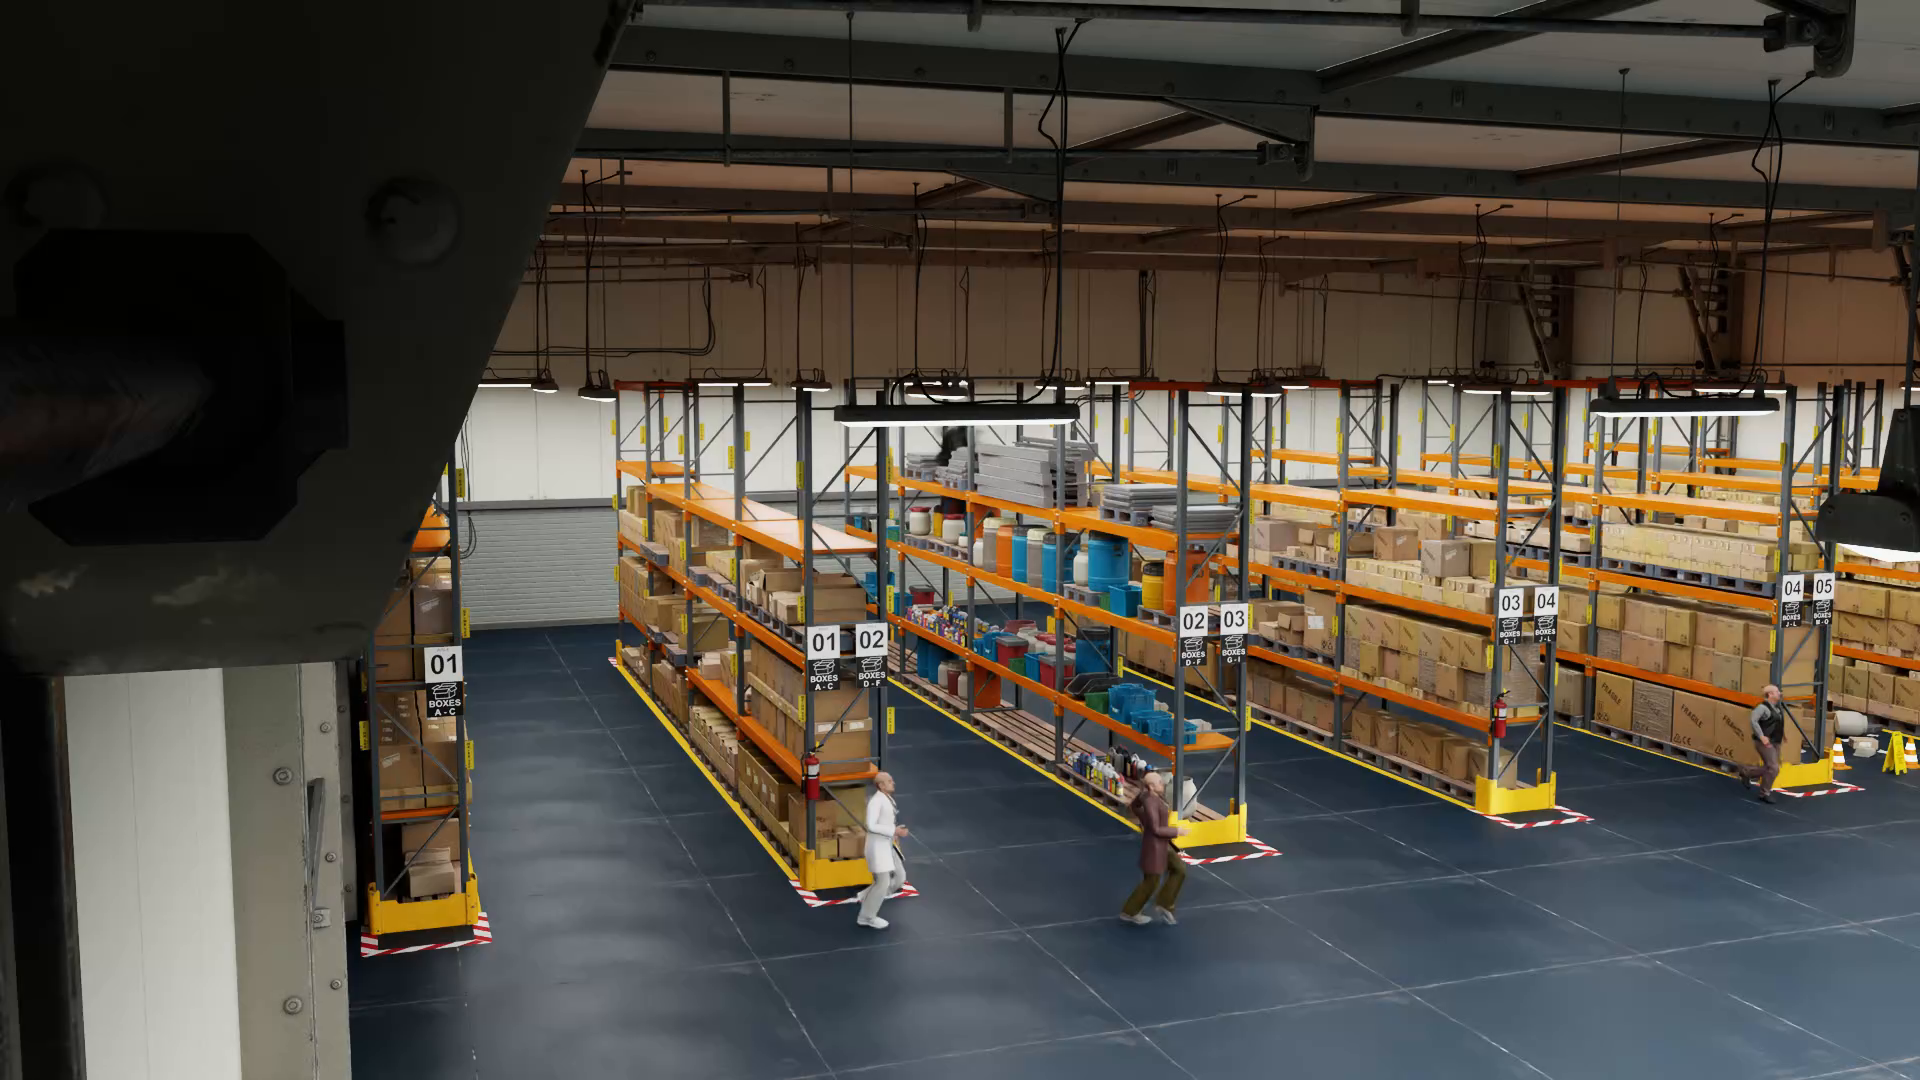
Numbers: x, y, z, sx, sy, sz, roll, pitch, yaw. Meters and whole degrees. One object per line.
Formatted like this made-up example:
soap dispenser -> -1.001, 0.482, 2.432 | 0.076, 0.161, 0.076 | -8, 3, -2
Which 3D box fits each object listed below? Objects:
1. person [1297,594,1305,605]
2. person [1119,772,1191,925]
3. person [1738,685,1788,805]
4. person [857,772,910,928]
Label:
person -> 8.502, 1.134, 41.162 | 0.794, 1.745, 0.568 | -6, 8, -42
person -> 2.203, 3.534, 18.764 | 0.795, 1.722, 0.719 | 1, 6, 9
person -> 11.739, 2.952, 24.262 | 0.697, 1.680, 0.665 | -5, 8, -38
person -> -0.838, 3.486, 18.836 | 0.661, 1.726, 0.725 | 2, 6, 15
